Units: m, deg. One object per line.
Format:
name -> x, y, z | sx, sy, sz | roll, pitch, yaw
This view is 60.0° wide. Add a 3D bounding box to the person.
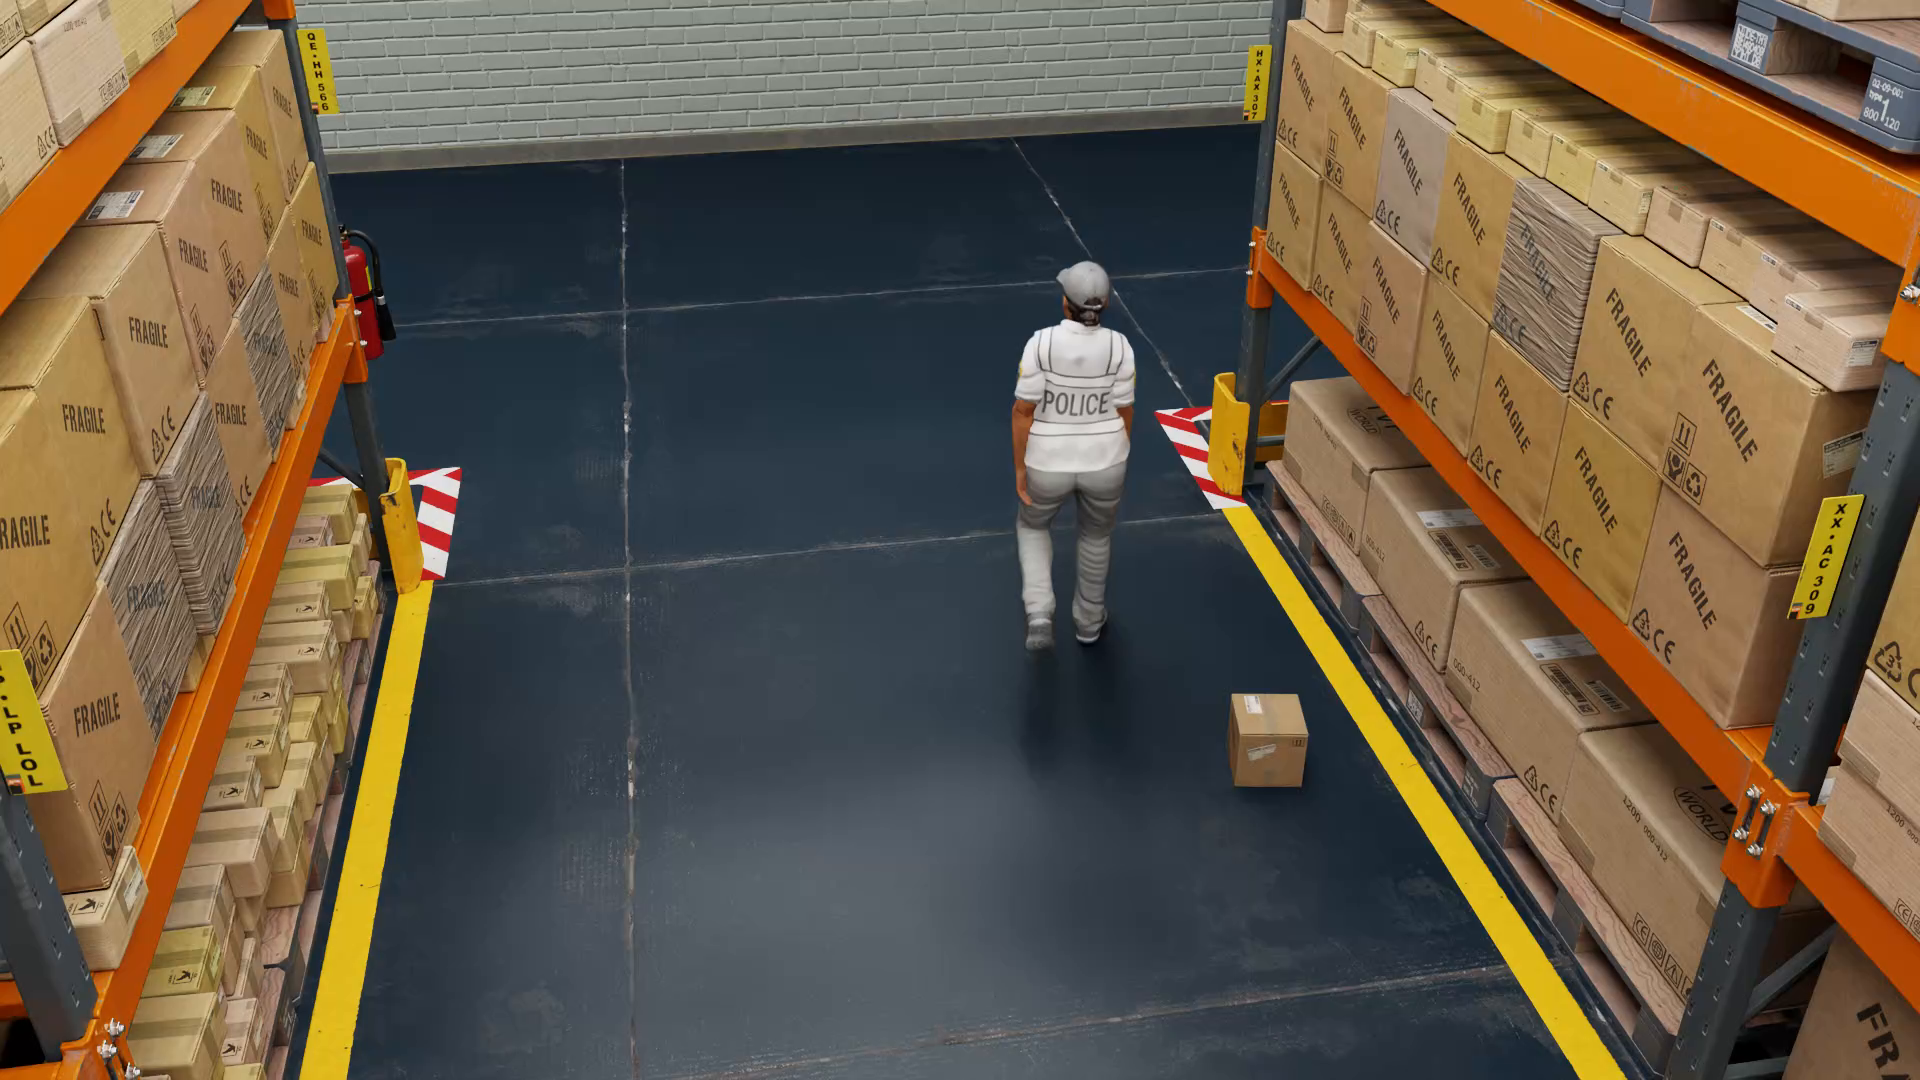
person -> 0.439, -0.283, 6.573 | 0.481, 1.648, 0.536 | 1, 31, 1
